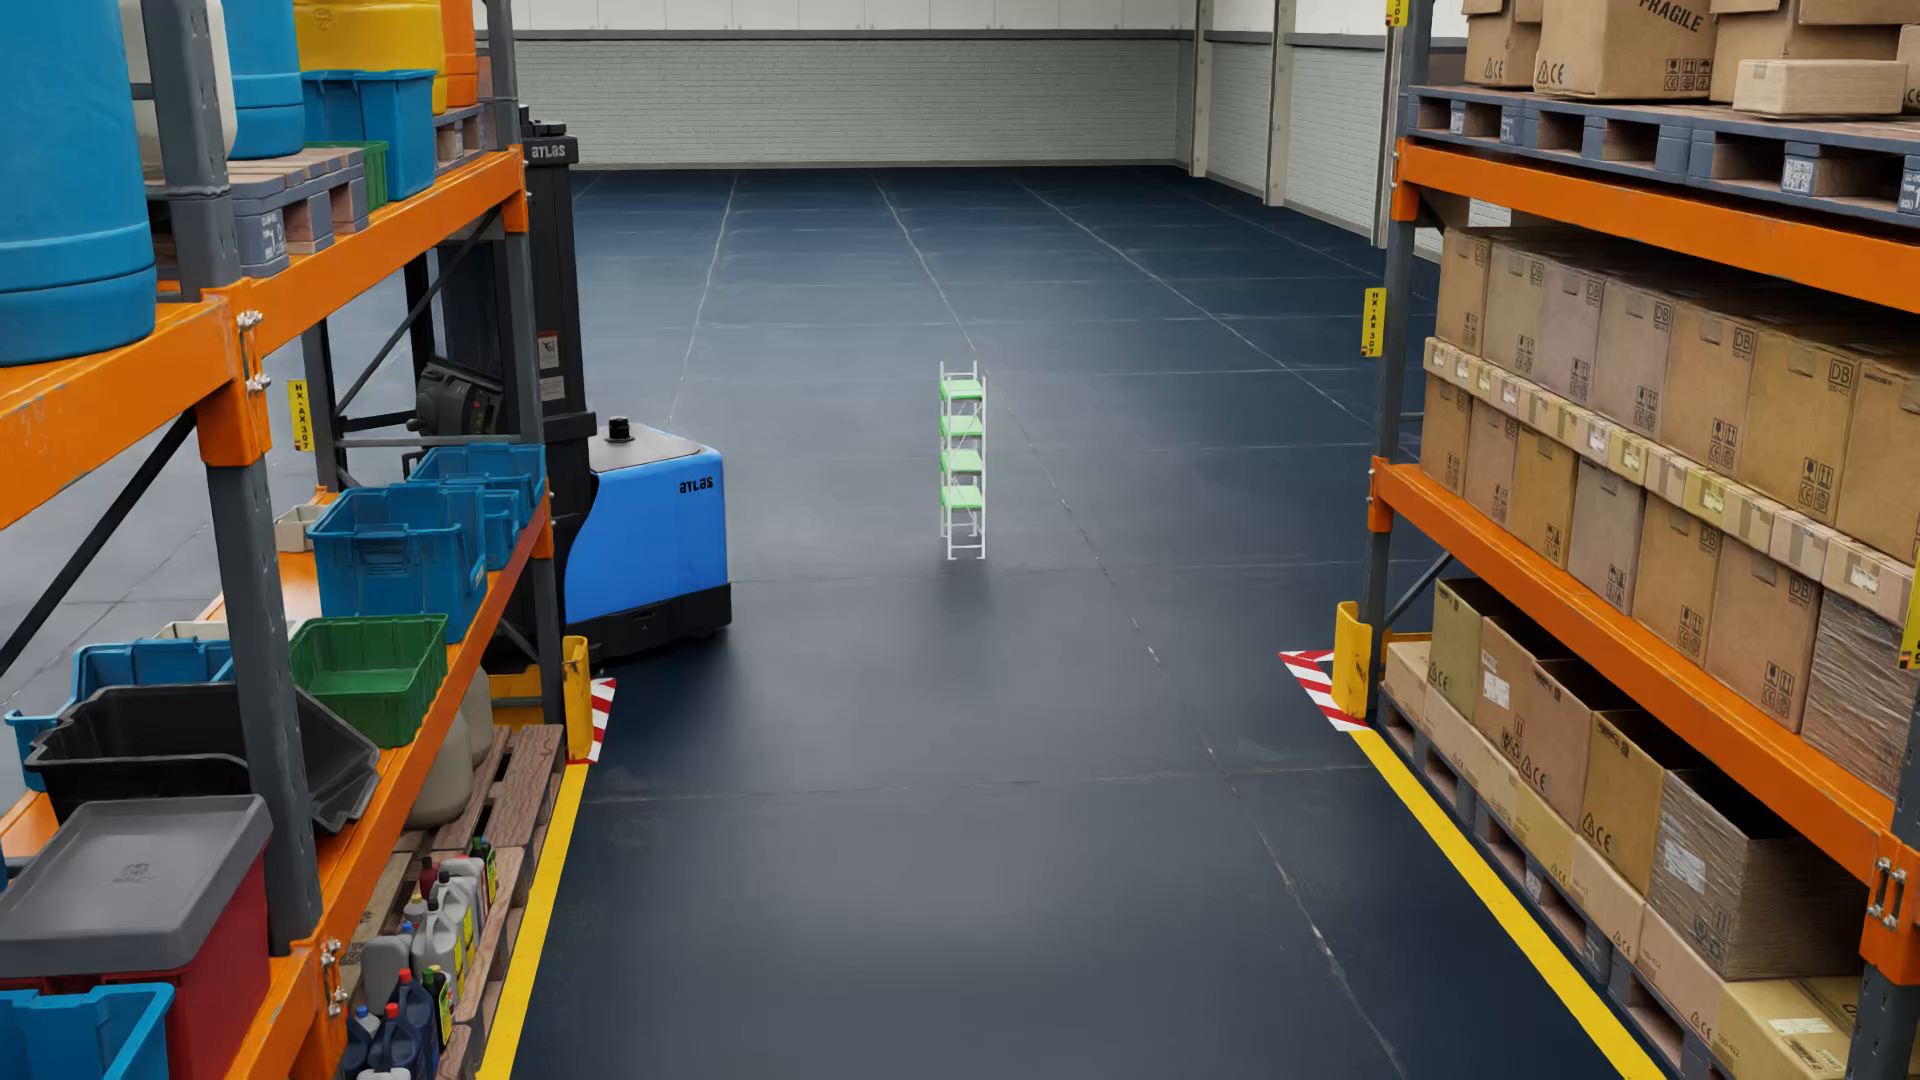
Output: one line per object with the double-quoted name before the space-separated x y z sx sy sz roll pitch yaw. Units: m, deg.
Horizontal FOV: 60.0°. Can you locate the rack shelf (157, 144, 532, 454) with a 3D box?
"rack shelf" -2.208 -0.937 5.347 1.077 0.370 4.000 -2 18 -6

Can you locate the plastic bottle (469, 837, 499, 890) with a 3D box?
"plastic bottle" -1.789 1.214 6.240 0.097 0.201 0.097 0 17 0

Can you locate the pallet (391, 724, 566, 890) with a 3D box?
"pallet" -2.281 1.149 7.165 1.003 0.211 1.213 -2 18 -6

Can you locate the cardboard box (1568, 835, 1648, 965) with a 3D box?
"cardboard box" 2.552 1.277 5.990 0.500 0.250 0.500 -2 18 -6

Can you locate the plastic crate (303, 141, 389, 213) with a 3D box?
"plastic crate" -1.894 -1.062 4.897 0.336 0.188 0.450 -2 18 -6

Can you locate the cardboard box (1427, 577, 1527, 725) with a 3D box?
"cardboard box" 2.401 0.472 7.302 0.500 0.500 0.500 -2 18 -6

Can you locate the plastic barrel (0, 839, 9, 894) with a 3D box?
"plastic barrel" -2.263 0.632 3.319 0.600 0.901 0.708 -2 18 -6

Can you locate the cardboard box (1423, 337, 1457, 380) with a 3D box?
"cardboard box" 2.339 -0.830 7.565 0.380 0.149 0.250 -2 18 -6

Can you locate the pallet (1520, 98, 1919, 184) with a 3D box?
"pallet" 2.689 -1.410 5.800 1.003 0.211 1.213 -2 18 -6

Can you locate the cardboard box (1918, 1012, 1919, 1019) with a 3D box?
"cardboard box" 3.179 1.559 5.093 0.500 0.250 0.500 -2 18 -6

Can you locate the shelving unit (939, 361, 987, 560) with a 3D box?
"shelving unit" 0.017 -0.523 10.840 0.258 1.200 0.503 -2 18 -6

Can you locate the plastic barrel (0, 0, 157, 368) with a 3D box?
"plastic barrel" -1.733 -0.779 2.805 0.600 0.901 0.708 -2 18 -6

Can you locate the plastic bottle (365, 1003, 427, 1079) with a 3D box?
"plastic bottle" -1.672 1.547 4.928 0.144 0.351 0.185 -1 17 -4

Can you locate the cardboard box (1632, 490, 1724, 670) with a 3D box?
"cardboard box" 2.765 0.109 5.656 0.700 0.500 0.500 -2 17 -5

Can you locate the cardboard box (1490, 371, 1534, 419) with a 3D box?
"cardboard box" 2.417 -0.602 6.838 0.380 0.149 0.250 -2 18 -6

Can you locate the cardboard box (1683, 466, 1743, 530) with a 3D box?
"cardboard box" 2.581 -0.140 5.365 0.380 0.149 0.250 -2 18 -6

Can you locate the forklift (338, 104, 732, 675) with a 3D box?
"forklift" -2.741 -0.685 8.466 3.031 2.935 1.130 -15 23 -39

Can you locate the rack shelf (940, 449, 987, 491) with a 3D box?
"rack shelf" 0.017 -0.462 10.859 0.258 0.148 0.480 -2 18 -6

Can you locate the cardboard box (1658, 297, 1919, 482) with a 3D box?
"cardboard box" 2.769 -0.503 5.440 0.700 0.500 0.500 -2 18 -6

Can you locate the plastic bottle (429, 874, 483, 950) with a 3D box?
"plastic bottle" -1.776 1.296 5.855 0.152 0.276 0.135 -2 18 -7

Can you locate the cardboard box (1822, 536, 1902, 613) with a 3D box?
"cardboard box" 2.661 0.090 4.634 0.380 0.149 0.250 -2 18 -7

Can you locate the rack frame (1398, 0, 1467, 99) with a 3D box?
"rack frame" 2.513 -3.459 7.172 1.000 3.000 0.127 -2 18 -6

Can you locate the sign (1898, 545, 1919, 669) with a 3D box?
"sign" 2.374 0.162 4.077 0.100 0.325 0.005 -2 18 -6

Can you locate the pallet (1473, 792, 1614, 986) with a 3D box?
"pallet" 2.756 1.323 6.611 1.003 0.211 1.213 -2 18 -6

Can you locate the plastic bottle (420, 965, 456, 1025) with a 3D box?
"plastic bottle" -1.698 1.477 5.401 0.097 0.201 0.097 0 17 0

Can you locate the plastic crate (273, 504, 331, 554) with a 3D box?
"plastic crate" -2.642 -0.043 6.745 0.298 0.136 0.250 -2 18 -6

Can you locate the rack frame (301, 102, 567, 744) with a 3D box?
"rack frame" -2.414 -0.445 7.586 1.000 3.000 0.127 -2 18 -6

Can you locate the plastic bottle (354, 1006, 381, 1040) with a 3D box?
"plastic bottle" -1.807 1.546 5.066 0.097 0.271 0.097 0 17 0

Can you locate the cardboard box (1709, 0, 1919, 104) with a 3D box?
"cardboard box" 2.881 -1.647 5.301 0.797 0.503 0.637 0 17 0

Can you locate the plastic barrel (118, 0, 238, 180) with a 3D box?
"plastic barrel" -1.851 -1.072 3.689 0.421 0.512 0.421 0 17 0

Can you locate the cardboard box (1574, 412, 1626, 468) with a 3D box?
"cardboard box" 2.497 -0.372 6.106 0.380 0.149 0.250 -2 18 -5

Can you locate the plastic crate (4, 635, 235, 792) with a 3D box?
"plastic crate" -2.386 0.496 4.836 0.499 0.251 0.616 -2 18 -6

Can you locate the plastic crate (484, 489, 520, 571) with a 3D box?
"plastic crate" -2.004 -0.040 6.546 0.499 0.251 0.408 -2 18 -6

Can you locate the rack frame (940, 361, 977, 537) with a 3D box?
"rack frame" -0.008 -0.596 11.072 0.240 1.200 0.015 -2 18 -6

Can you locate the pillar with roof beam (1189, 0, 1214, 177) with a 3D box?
"pillar with roof beam" 0.996 -12.236 35.130 9.100 9.000 0.400 -2 18 -6

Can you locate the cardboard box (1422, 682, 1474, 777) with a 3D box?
"cardboard box" 2.402 0.830 7.414 0.500 0.250 0.500 -2 18 -6

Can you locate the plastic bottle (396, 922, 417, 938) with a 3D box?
"plastic bottle" -1.870 1.397 5.656 0.097 0.201 0.097 0 17 0

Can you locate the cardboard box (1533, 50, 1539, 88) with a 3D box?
"cardboard box" 2.459 -1.819 6.441 0.380 0.149 0.250 -2 18 -6

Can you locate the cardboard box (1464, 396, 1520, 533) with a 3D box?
"cardboard box" 2.607 -0.349 7.113 0.700 0.500 0.500 -1 17 -4

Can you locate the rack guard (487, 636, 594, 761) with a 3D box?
"rack guard" -2.360 0.769 7.893 1.175 0.500 0.348 -2 18 -6

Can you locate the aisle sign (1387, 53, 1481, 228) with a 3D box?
"aisle sign" 2.202 -1.847 7.713 0.394 0.787 0.004 -2 18 -6

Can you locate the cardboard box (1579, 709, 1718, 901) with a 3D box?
"cardboard box" 2.565 0.919 5.879 0.500 0.500 0.500 -2 18 -6

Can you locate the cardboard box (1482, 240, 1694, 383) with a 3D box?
"cardboard box" 2.614 -0.952 6.868 0.700 0.500 0.500 -2 18 -7

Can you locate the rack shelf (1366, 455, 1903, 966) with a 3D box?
"rack shelf" 2.719 0.342 6.280 1.077 0.370 4.000 -2 18 -6

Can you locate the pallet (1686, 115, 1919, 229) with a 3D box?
"pallet" 2.812 -1.047 4.645 1.003 0.211 1.213 -2 18 -6
